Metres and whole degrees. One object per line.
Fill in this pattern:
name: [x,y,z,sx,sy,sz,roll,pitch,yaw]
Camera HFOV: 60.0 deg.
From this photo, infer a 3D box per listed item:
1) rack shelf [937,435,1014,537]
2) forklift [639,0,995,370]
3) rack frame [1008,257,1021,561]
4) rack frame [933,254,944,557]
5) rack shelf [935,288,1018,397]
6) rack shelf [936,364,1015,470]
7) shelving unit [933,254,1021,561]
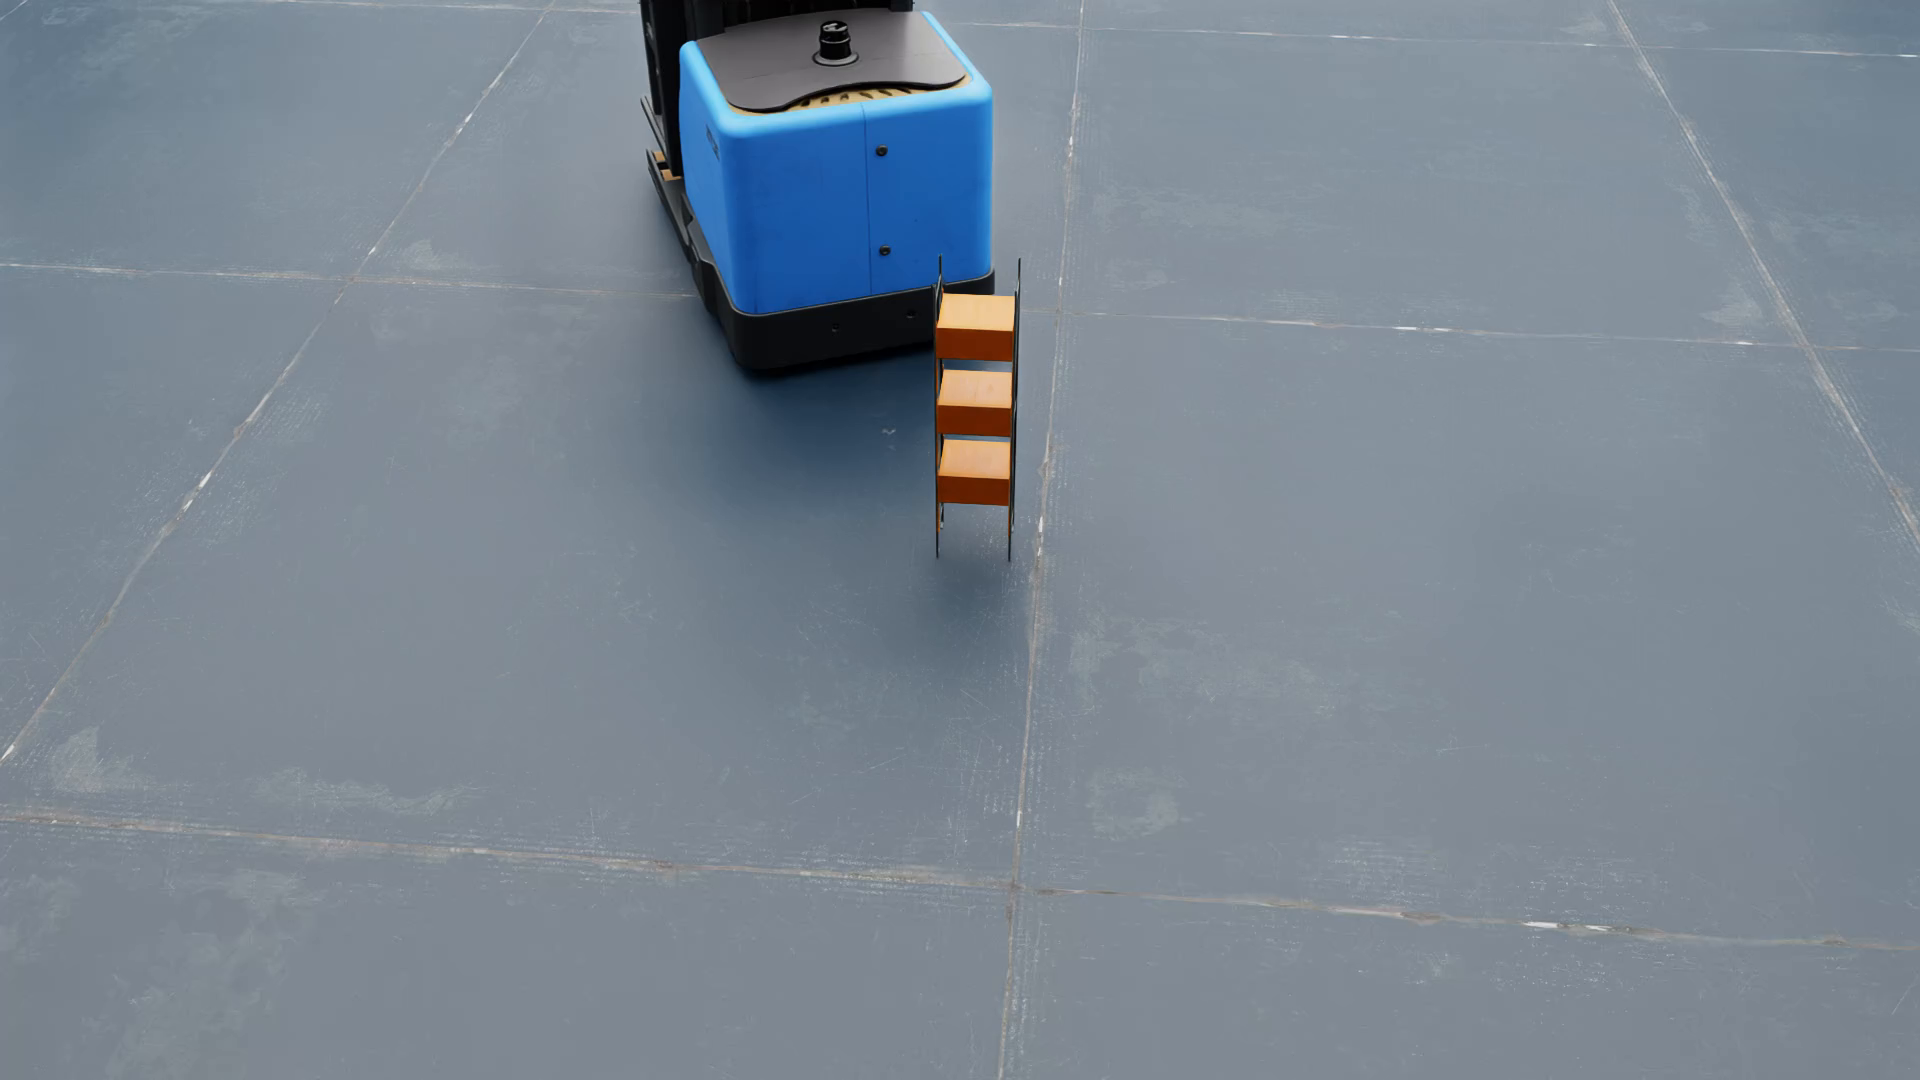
rack shelf: [0.053,-0.180,5.545,0.240,0.259,0.215,3,39,4]
forklift: [-0.809,-2.728,6.728,1.130,2.935,3.031,-12,41,-14]
rack frame: [0.175,-0.398,5.355,0.008,1.050,0.200,3,39,4]
rack frame: [-0.068,-0.411,5.371,0.008,1.050,0.200,3,39,4]
rack shelf: [0.053,-0.616,5.191,0.240,0.259,0.215,3,39,4]
rack shelf: [0.053,-0.396,5.370,0.240,0.259,0.215,3,39,4]
shelving unit: [0.053,-0.404,5.363,0.252,1.050,0.215,3,39,4]
